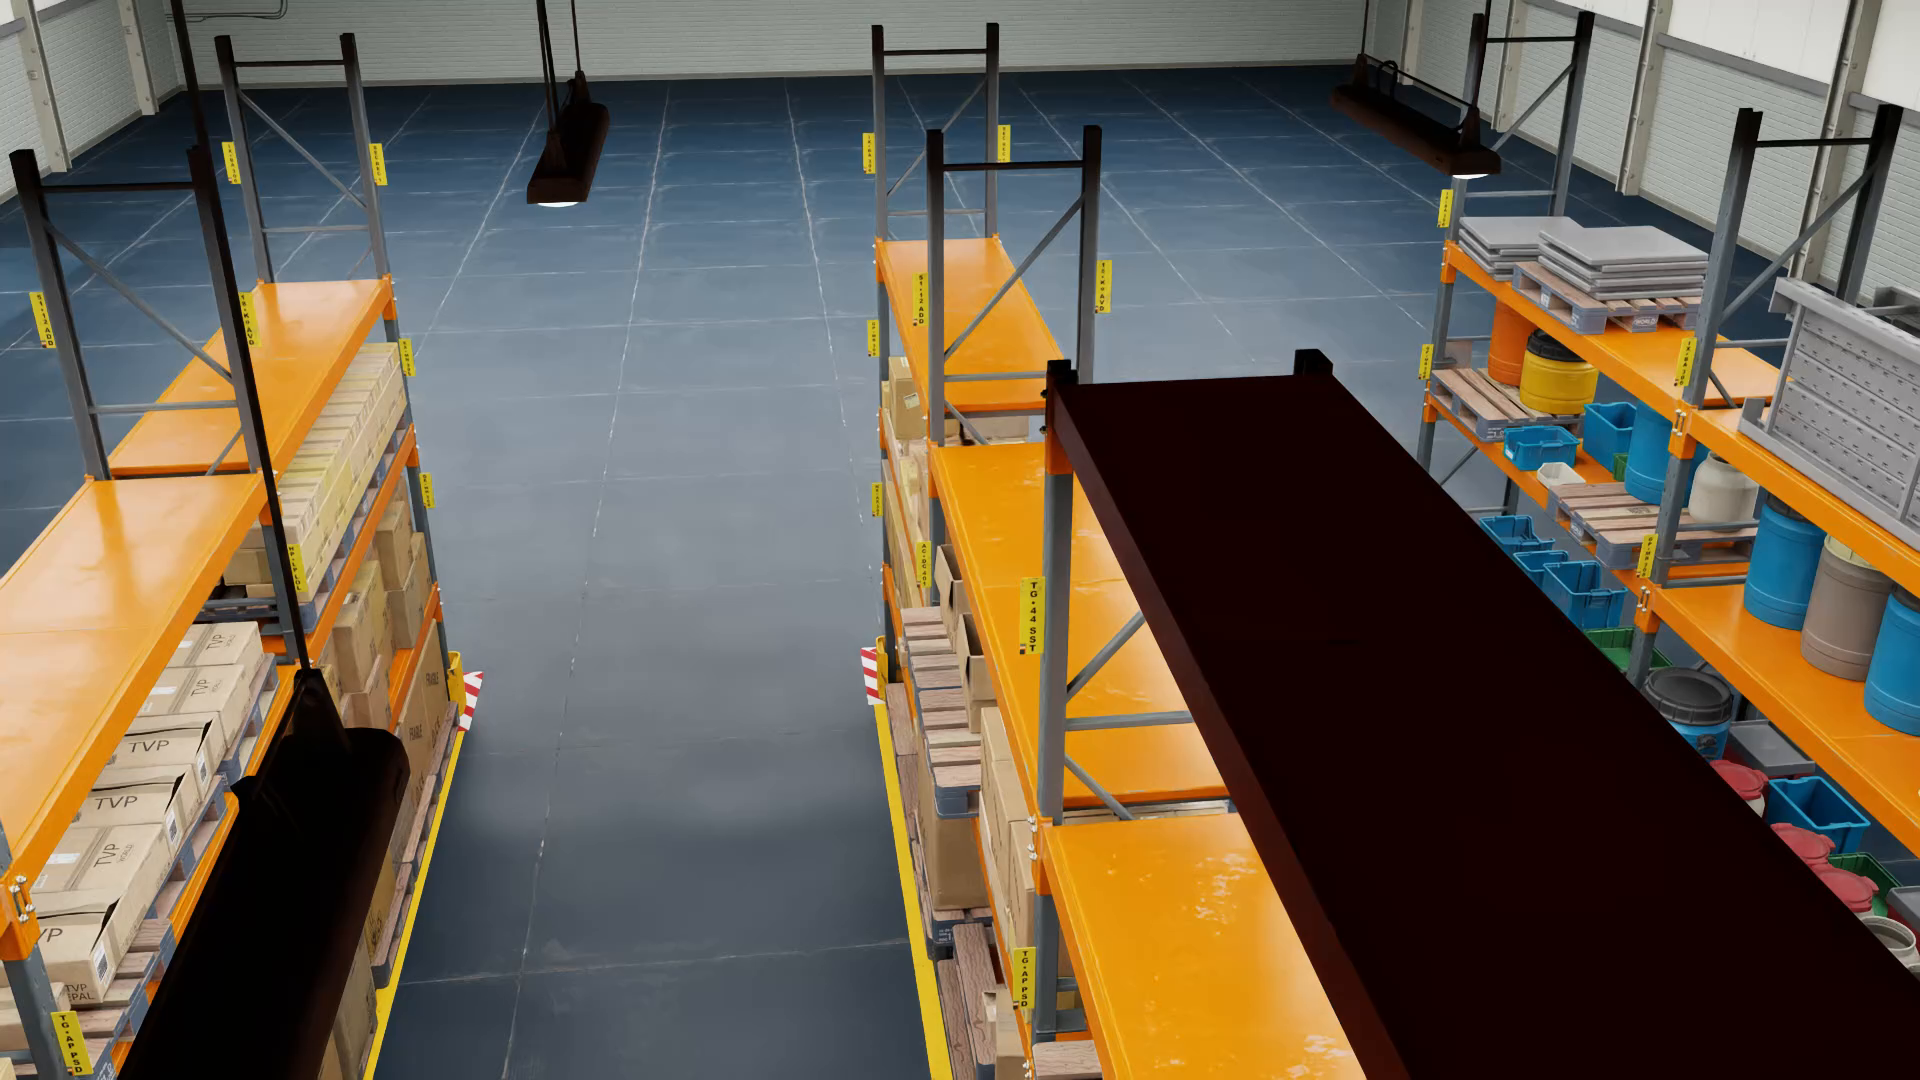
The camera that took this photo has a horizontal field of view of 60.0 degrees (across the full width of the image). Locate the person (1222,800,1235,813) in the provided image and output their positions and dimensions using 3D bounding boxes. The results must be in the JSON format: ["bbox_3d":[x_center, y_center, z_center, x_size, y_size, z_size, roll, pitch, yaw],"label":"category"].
[{"bbox_3d":[1.727,2.035,12.183,0.574,1.755,0.472,-9,27,-18],"label":"person"}]
